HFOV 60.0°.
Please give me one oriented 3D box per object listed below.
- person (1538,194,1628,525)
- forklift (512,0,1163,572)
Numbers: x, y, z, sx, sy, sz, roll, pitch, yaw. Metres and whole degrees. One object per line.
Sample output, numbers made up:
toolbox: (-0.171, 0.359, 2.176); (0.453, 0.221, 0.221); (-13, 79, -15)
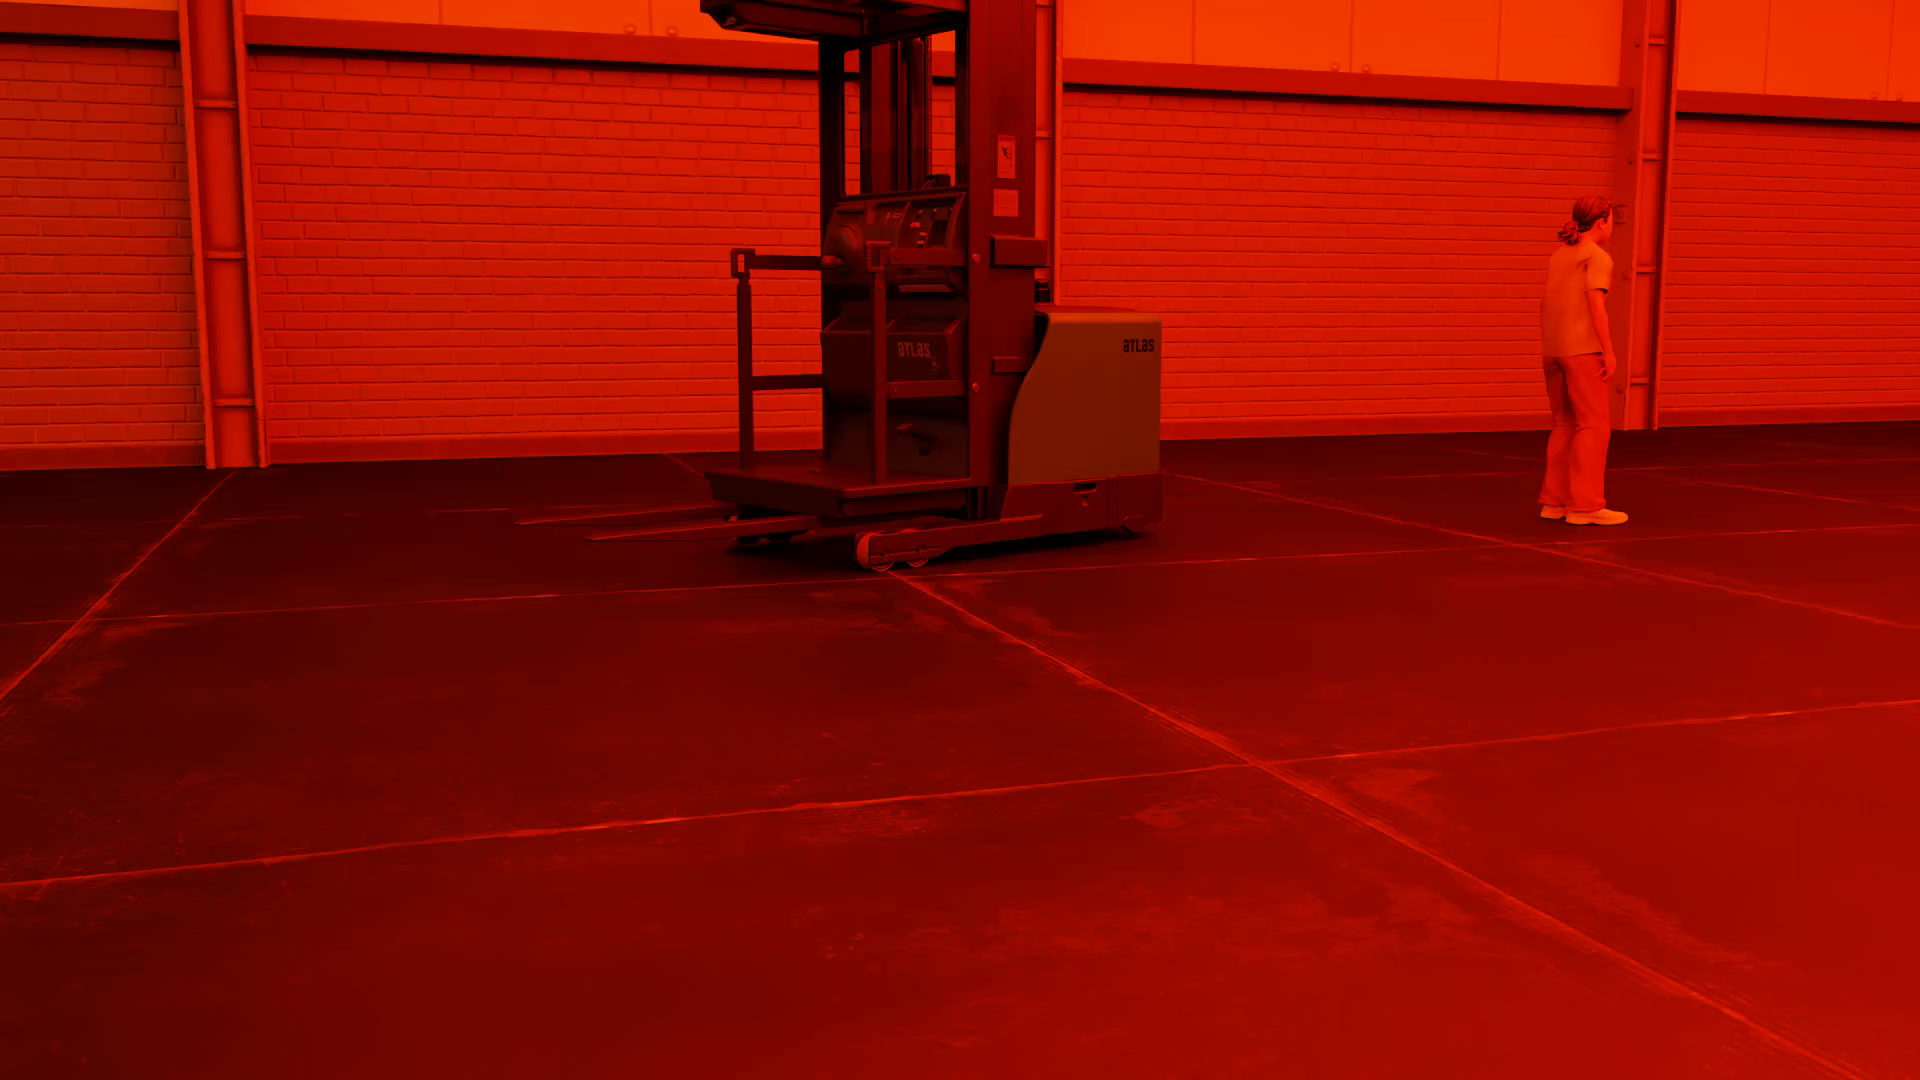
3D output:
person: (3.195, -0.931, 8.567); (0.356, 1.673, 0.519); (-2, 8, -14)
forklift: (-0.461, -1.399, 7.333); (3.031, 2.935, 1.130); (-7, 10, -40)
